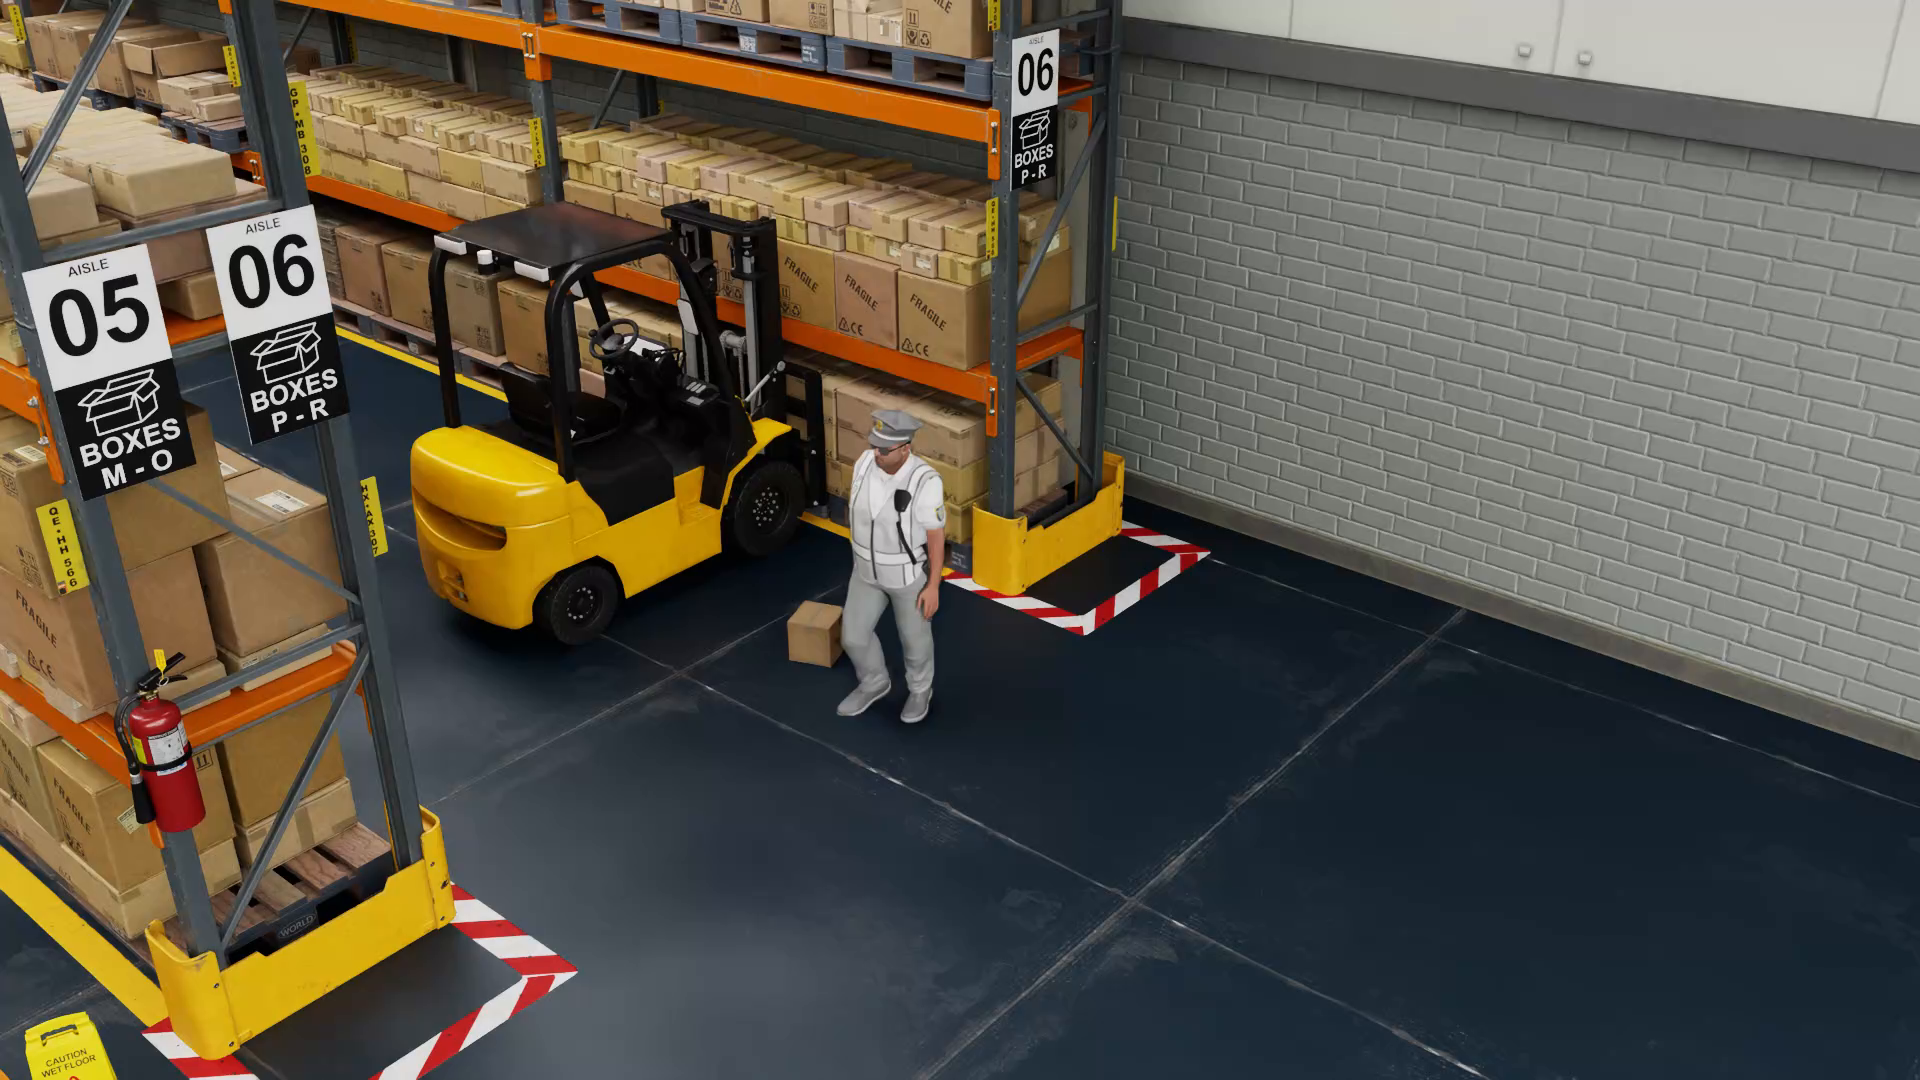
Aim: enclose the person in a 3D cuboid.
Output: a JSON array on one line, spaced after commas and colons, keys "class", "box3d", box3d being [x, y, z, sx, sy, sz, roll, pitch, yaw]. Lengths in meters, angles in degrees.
[{"class": "person", "box3d": [-0.339, 0.146, 8.326, 0.619, 1.785, 0.487, 13, 30, 23]}]
